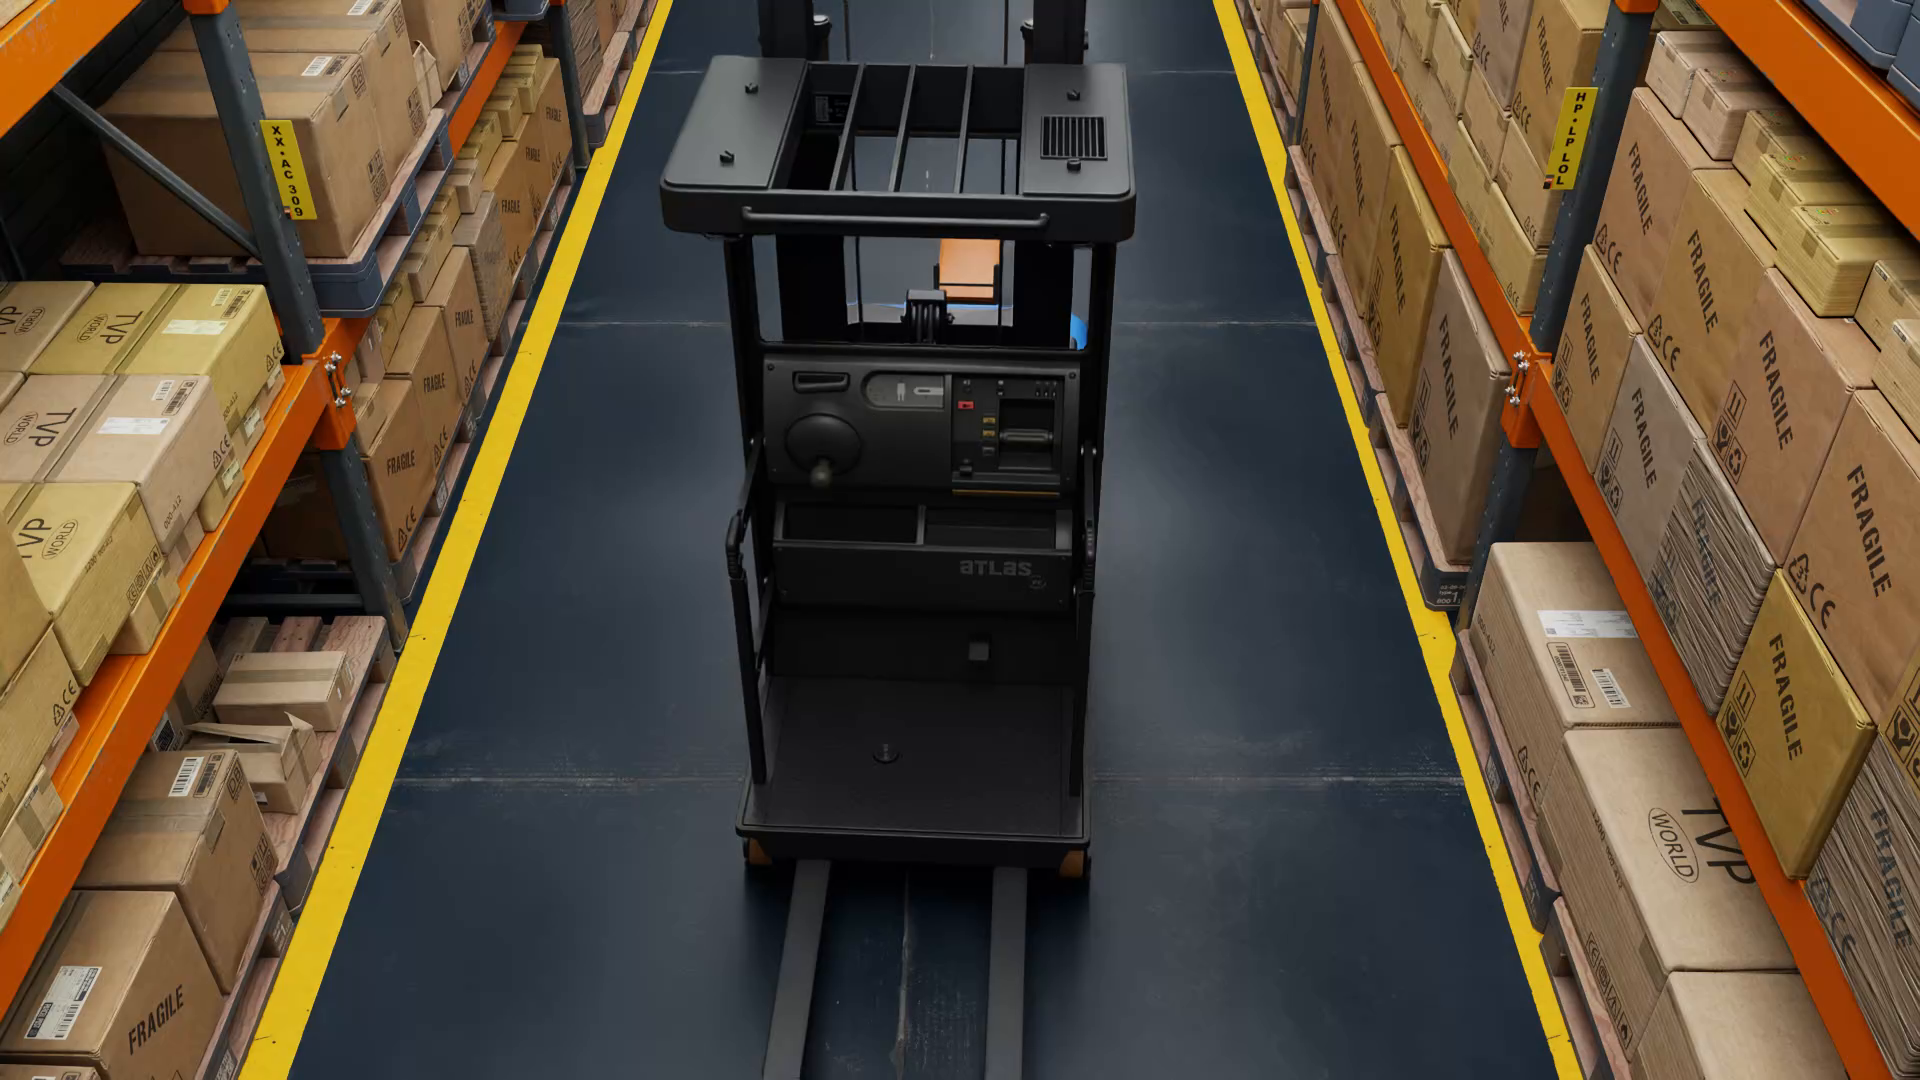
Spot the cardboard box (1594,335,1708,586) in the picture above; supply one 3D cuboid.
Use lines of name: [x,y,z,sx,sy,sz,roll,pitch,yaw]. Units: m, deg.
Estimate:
cardboard box: [2.110,-0.217,4.543,0.500,0.500,0.500,0,39,0]

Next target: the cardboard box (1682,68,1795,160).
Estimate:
cardboard box: [2.132,-1.111,4.340,0.380,0.149,0.250,1,39,1]

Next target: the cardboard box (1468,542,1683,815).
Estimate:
cardboard box: [2.268,0.442,5.513,0.875,0.438,0.875,-1,39,-1]

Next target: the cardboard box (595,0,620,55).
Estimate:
cardboard box: [-2.589,-3.318,10.055,0.875,0.625,0.625,1,39,1]

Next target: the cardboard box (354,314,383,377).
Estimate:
cardboard box: [-2.371,-0.725,6.163,0.380,0.149,0.250,-2,39,-2]

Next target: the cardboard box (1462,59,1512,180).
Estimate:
cardboard box: [2.123,-1.511,5.958,0.500,0.250,0.500,1,39,1]

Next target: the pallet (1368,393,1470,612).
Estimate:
pallet: [2.299,-0.181,6.807,1.003,0.211,1.213,0,39,0]

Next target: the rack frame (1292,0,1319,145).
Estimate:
rack frame: [2.370,-3.288,8.455,1.000,3.000,0.127,0,39,0]

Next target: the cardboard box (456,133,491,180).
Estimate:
cardboard box: [-2.396,-1.759,7.690,0.380,0.149,0.250,-1,39,-1]

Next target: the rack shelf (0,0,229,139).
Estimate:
rack shelf: [-2.586,-0.420,3.052,1.077,0.370,4.000,0,39,0]

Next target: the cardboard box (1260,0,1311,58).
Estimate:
cardboard box: [2.371,-3.241,10.162,0.950,0.372,0.625,-1,39,-1]

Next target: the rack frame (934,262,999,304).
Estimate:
rack frame: [0.024,-0.543,6.469,0.240,1.200,0.015,2,39,2]

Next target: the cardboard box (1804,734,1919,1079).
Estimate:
cardboard box: [2.118,0.739,3.350,0.500,0.500,0.500,1,39,1]

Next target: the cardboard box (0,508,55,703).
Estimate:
cardboard box: [-2.317,0.148,3.449,0.500,0.500,0.500,1,39,1]

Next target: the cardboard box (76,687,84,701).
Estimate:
cardboard box: [-2.399,0.327,4.144,0.380,0.149,0.250,0,39,1]

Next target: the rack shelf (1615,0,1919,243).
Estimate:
rack shelf: [2.377,-0.426,3.059,1.077,0.370,4.000,0,39,0]

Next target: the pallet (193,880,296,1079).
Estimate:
pallet: [-2.585,1.502,4.708,1.003,0.211,1.213,0,39,0]

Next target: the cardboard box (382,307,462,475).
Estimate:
cardboard box: [-2.375,-0.605,6.769,0.500,0.500,0.500,-1,39,-1]

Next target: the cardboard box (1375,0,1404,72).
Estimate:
cardboard box: [2.132,-2.274,7.309,0.500,0.250,0.500,1,39,1]

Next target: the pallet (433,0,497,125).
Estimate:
pallet: [-2.586,-1.991,6.990,1.003,0.211,1.213,0,39,0]

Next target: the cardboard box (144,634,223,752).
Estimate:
cardboard box: [-2.824,0.518,5.520,0.500,0.311,0.500,1,39,2]

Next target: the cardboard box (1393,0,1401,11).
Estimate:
cardboard box: [2.112,-2.473,7.157,0.500,0.250,0.500,0,39,0]

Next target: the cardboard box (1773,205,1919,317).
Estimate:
cardboard box: [2.085,-0.630,3.739,0.380,0.149,0.250,-1,39,-1]

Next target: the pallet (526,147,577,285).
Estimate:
pallet: [-2.630,-1.727,8.737,1.003,0.211,1.213,0,39,0]

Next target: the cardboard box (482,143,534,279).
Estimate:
cardboard box: [-2.385,-1.566,7.969,0.500,0.500,0.500,2,39,2]

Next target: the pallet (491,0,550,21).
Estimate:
pallet: [-2.522,-2.784,7.978,1.213,0.211,1.003,0,39,0]

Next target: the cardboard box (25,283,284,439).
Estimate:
cardboard box: [-2.344,-0.520,4.882,0.500,0.250,0.500,1,39,1]

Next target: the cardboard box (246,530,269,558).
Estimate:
cardboard box: [-2.885,-0.276,6.359,0.500,0.500,0.500,0,39,0]

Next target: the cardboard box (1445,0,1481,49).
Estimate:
cardboard box: [2.134,-2.136,6.137,0.500,0.500,0.500,1,39,1]

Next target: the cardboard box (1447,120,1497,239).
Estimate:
cardboard box: [2.123,-1.327,6.127,0.500,0.250,0.500,-1,39,-1]

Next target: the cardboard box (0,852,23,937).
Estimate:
cardboard box: [-2.262,0.807,3.545,0.380,0.149,0.250,-1,39,-1]

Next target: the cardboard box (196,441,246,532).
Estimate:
cardboard box: [-2.289,-0.158,4.750,0.380,0.149,0.250,1,39,1]

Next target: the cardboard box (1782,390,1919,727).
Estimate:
cardboard box: [2.115,0.034,3.430,0.500,0.500,0.500,0,39,0]

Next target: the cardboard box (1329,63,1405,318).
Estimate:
cardboard box: [2.285,-1.633,7.753,0.875,0.875,0.875,0,39,1]

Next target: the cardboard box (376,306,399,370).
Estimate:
cardboard box: [-2.412,-0.781,6.470,0.380,0.149,0.250,-2,39,-2]

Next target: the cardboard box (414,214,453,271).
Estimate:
cardboard box: [-2.387,-1.263,7.072,0.380,0.149,0.250,1,39,2]

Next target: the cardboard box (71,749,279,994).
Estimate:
cardboard box: [-2.453,0.966,4.809,0.700,0.500,0.500,-1,39,-2]

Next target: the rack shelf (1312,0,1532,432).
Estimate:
rack shelf: [2.373,-1.757,7.119,1.077,0.370,4.000,0,39,0]

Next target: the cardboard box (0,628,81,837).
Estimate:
cardboard box: [-2.342,0.427,3.701,0.500,0.250,0.500,-1,39,-1]

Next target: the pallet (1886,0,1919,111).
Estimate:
pallet: [2.364,-0.650,2.835,1.003,0.211,1.213,0,39,0]

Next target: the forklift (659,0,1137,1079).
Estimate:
forklift: [-0.123,-0.262,4.733,1.130,2.935,3.031,2,39,2]

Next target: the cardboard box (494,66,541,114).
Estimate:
cardboard box: [-2.308,-2.244,8.297,0.380,0.149,0.250,-2,39,-2]

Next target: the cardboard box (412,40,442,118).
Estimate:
cardboard box: [-2.207,-1.761,6.321,0.396,0.266,0.258,2,39,2]

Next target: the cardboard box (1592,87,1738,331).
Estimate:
cardboard box: [2.133,-0.918,4.617,0.500,0.500,0.500,0,39,0]

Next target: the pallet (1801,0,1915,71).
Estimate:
pallet: [2.365,-1.411,3.784,1.003,0.211,1.213,0,39,0]

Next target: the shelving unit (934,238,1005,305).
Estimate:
shelving unit: [0.037,-0.696,6.659,0.258,1.200,0.503,2,39,2]
